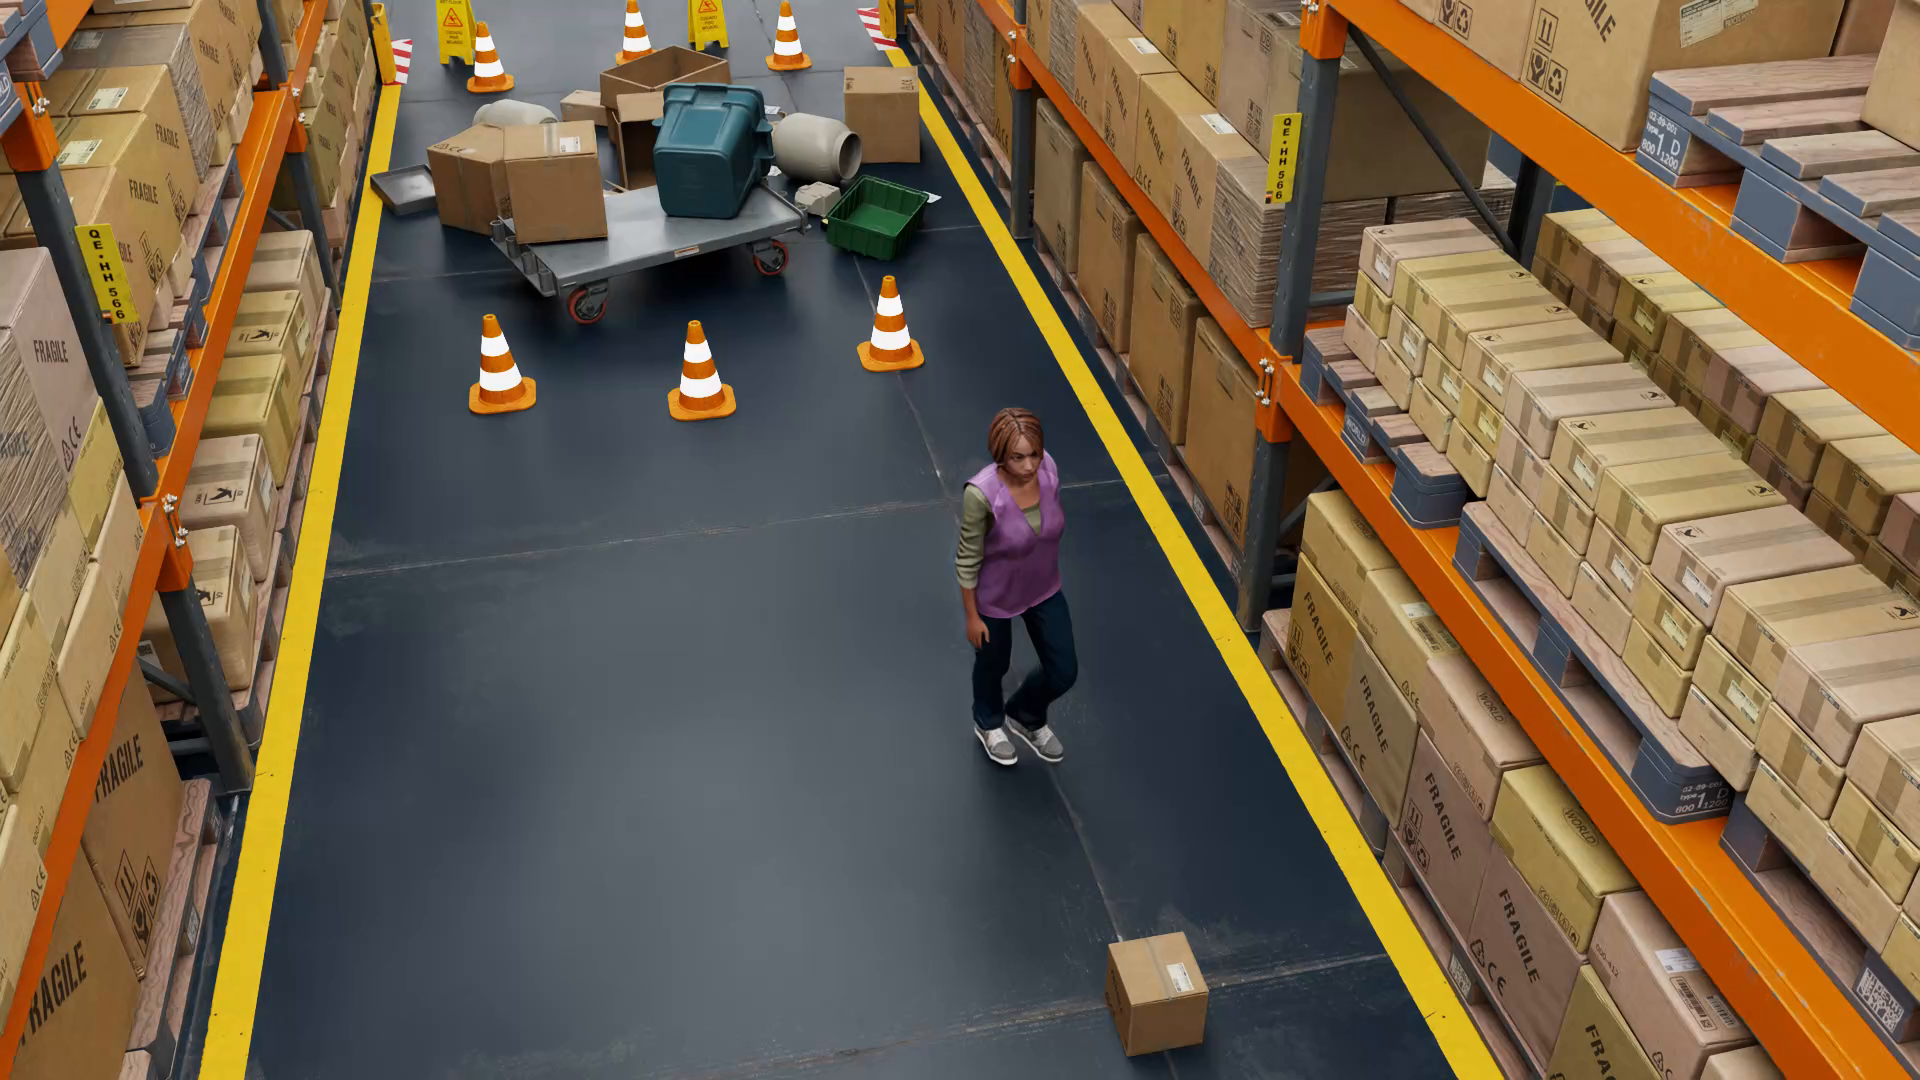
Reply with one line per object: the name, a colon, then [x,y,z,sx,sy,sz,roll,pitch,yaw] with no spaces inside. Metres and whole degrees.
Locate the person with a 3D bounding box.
person: [0.163,0.188,5.851,0.433,1.582,0.475,-16,38,-22]
